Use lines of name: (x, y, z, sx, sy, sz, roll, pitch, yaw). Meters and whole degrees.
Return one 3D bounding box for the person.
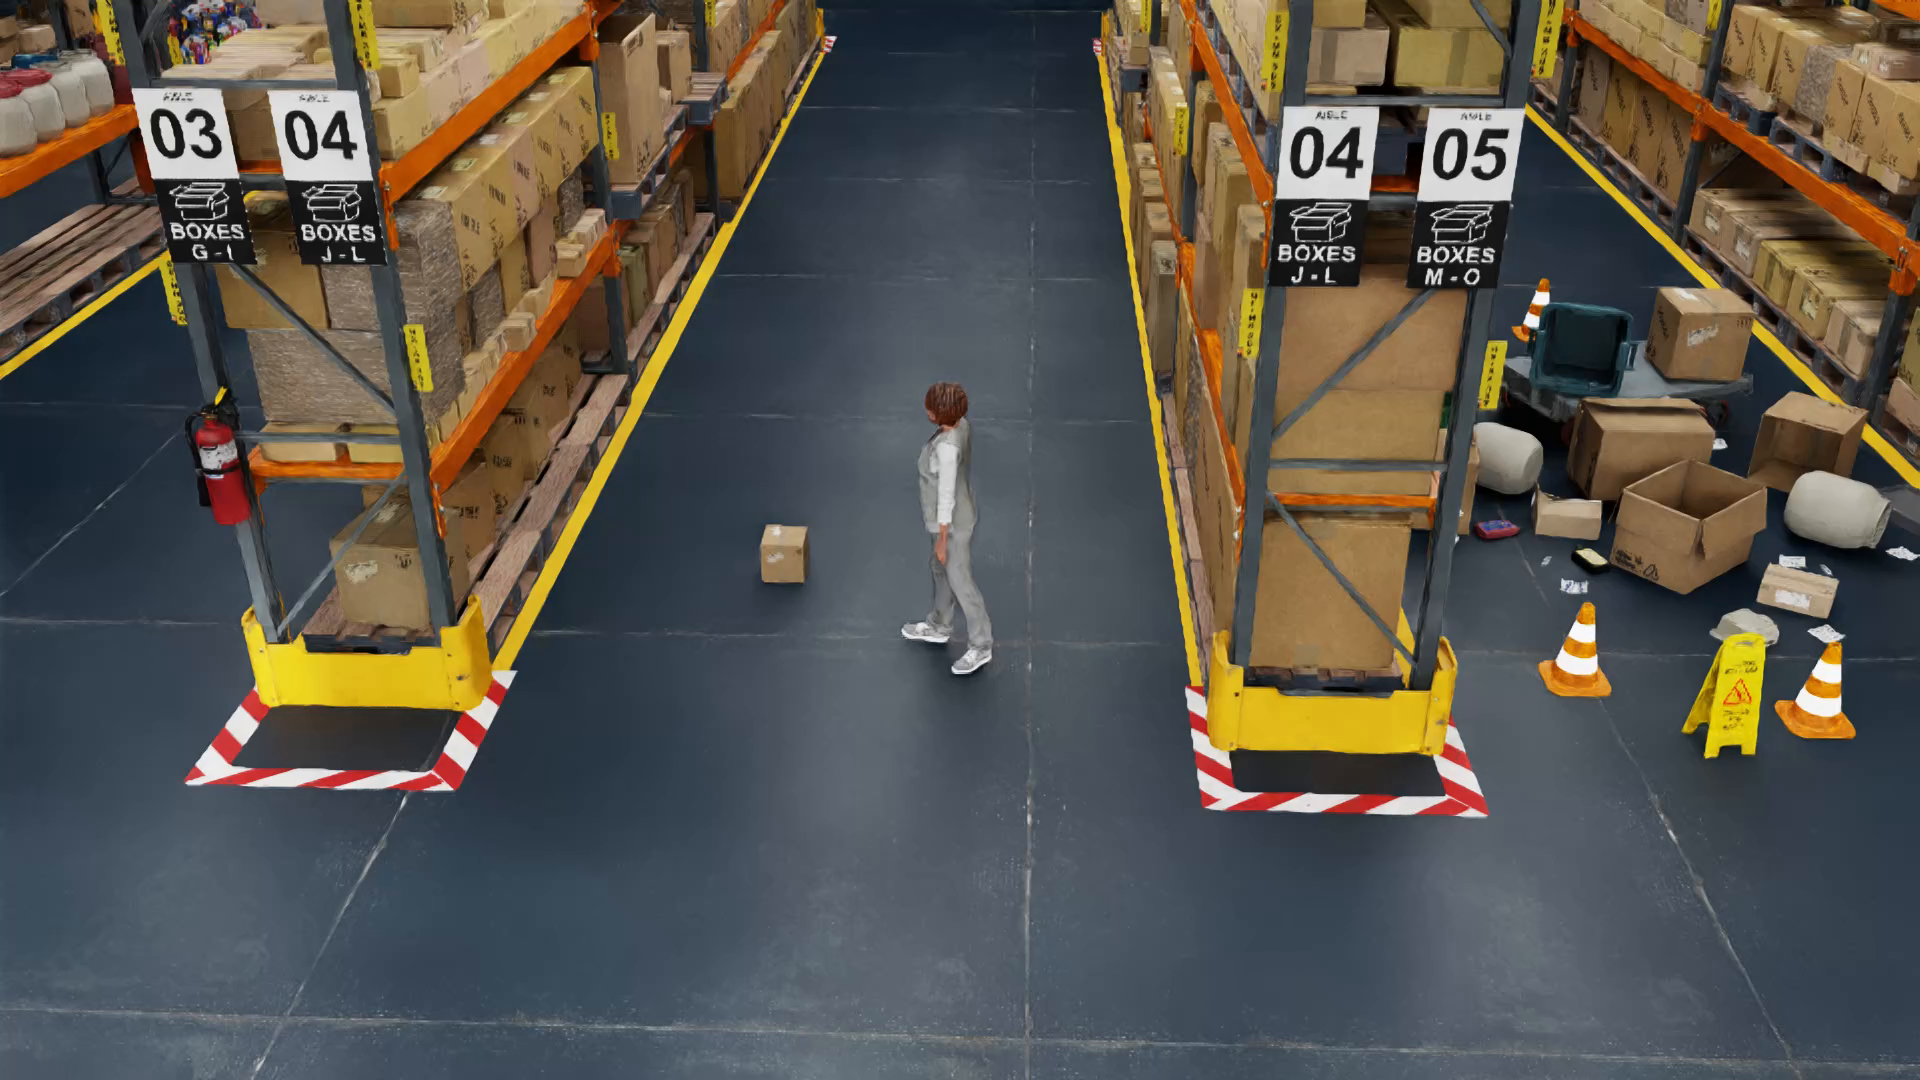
person: (-0.070, -0.105, 8.806, 0.533, 1.574, 0.594, 2, 28, 4)
